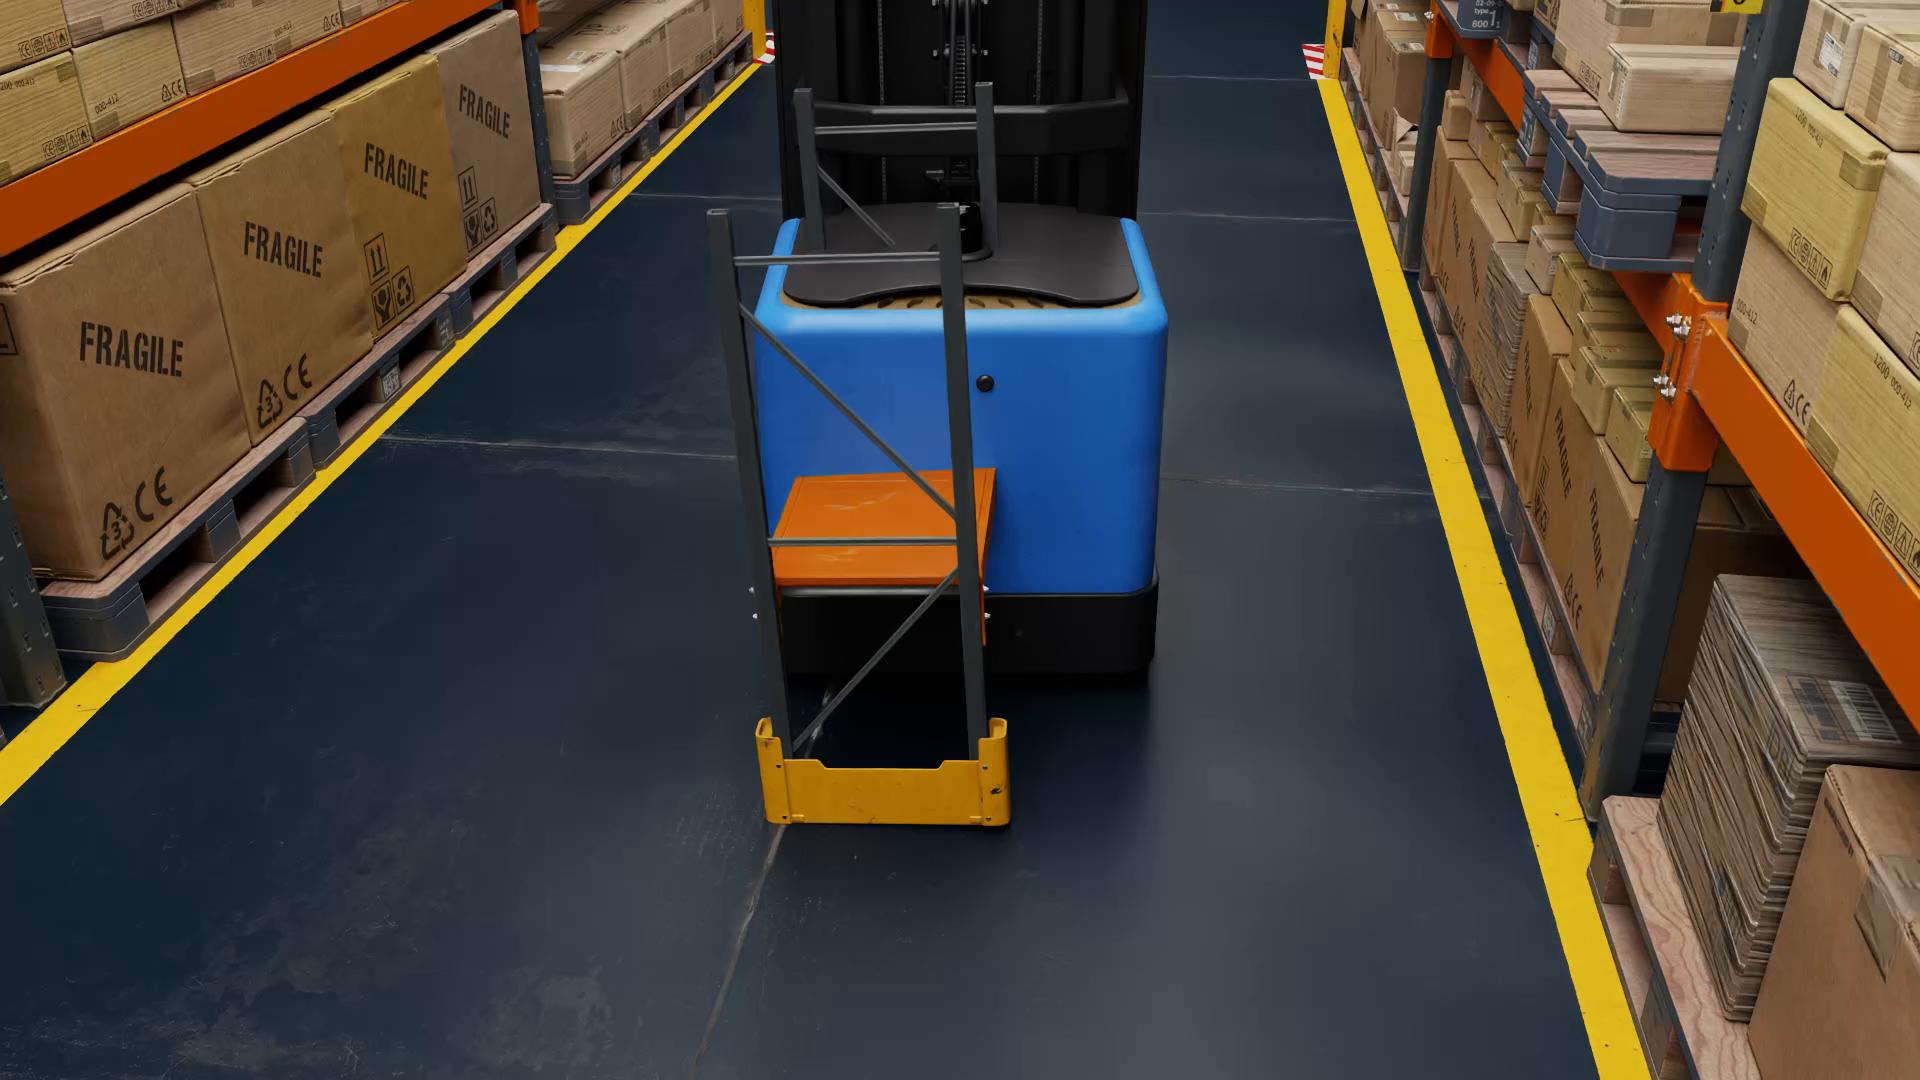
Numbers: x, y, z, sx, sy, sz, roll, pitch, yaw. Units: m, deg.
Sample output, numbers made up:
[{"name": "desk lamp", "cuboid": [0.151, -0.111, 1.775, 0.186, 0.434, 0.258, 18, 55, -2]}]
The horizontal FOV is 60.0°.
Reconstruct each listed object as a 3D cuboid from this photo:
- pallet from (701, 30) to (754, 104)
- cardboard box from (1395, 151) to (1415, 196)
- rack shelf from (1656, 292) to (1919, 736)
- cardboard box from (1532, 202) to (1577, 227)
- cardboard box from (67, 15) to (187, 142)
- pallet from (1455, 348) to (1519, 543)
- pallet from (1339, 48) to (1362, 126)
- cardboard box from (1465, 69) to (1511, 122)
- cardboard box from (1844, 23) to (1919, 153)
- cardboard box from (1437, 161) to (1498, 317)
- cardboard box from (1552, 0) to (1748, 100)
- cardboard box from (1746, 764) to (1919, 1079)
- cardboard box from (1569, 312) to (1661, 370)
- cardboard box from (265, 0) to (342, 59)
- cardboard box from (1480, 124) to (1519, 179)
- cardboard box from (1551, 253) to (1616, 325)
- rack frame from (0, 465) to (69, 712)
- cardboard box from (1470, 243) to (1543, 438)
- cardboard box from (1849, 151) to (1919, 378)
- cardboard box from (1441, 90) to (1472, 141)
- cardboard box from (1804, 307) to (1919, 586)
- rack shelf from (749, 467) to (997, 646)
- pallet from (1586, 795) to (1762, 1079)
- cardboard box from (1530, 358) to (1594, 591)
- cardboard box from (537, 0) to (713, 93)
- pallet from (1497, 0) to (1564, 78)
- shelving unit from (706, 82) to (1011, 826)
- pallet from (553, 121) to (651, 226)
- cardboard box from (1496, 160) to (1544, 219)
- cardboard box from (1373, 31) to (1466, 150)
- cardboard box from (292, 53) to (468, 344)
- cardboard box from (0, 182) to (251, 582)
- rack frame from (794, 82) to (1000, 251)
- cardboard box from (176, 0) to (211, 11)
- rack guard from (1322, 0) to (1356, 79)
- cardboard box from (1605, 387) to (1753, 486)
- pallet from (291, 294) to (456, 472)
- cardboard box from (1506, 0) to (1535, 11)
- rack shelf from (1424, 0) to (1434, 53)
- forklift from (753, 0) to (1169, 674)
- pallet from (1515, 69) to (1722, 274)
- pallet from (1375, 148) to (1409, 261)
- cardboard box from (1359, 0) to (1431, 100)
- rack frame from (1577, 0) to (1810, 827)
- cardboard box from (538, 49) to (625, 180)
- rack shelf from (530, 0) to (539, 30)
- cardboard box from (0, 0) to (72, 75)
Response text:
[{"name": "pallet", "cuboid": [-1.961, -3.080, 10.745, 1.003, 0.211, 1.213, 3, 28, 6]}, {"name": "cardboard box", "cuboid": [2.273, -1.728, 7.858, 0.380, 0.149, 0.250, 3, 28, 5]}, {"name": "rack shelf", "cuboid": [1.761, 0.622, 1.692, 1.077, 0.370, 4.000, 3, 28, 6]}, {"name": "cardboard box", "cuboid": [2.086, -0.989, 5.432, 0.380, 0.149, 0.250, 3, 29, 6]}, {"name": "cardboard box", "cuboid": [-2.566, -1.315, 4.687, 0.500, 0.250, 0.500, 3, 28, 5]}, {"name": "pallet", "cuboid": [2.287, -0.331, 5.641, 1.003, 0.211, 1.213, 3, 28, 6]}, {"name": "pallet", "cuboid": [2.880, -2.763, 10.157, 1.003, 0.211, 1.213, 3, 28, 6]}, {"name": "cardboard box", "cuboid": [2.203, -1.742, 6.515, 0.380, 0.149, 0.250, 2, 28, 4]}, {"name": "cardboard box", "cuboid": [1.643, -0.707, 2.611, 0.380, 0.149, 0.250, 4, 29, 7]}, {"name": "cardboard box", "cuboid": [2.158, -1.138, 6.392, 0.500, 0.500, 0.500, 3, 28, 6]}, {"name": "cardboard box", "cuboid": [1.814, -1.271, 4.161, 0.500, 0.250, 0.500, 2, 28, 4]}, {"name": "cardboard box", "cuboid": [1.843, 0.825, 2.617, 0.875, 0.625, 0.625, 4, 29, 8]}, {"name": "cardboard box", "cuboid": [1.894, -0.505, 4.534, 0.380, 0.149, 0.250, 2, 28, 5]}, {"name": "cardboard box", "cuboid": [-2.439, -1.795, 5.577, 0.500, 0.250, 0.500, 3, 28, 6]}, {"name": "cardboard box", "cuboid": [2.210, -1.479, 6.342, 0.380, 0.149, 0.250, 2, 28, 4]}, {"name": "cardboard box", "cuboid": [2.001, -0.744, 4.978, 0.380, 0.149, 0.250, 3, 28, 5]}, {"name": "rack frame", "cuboid": [-2.921, -0.923, 3.801, 1.000, 3.000, 0.127, 3, 28, 6]}, {"name": "cardboard box", "cuboid": [2.022, -0.659, 5.504, 0.500, 0.500, 0.500, 2, 28, 4]}, {"name": "cardboard box", "cuboid": [1.646, -0.360, 2.387, 0.500, 0.250, 0.500, 4, 29, 8]}, {"name": "cardboard box", "cuboid": [2.188, -1.736, 6.818, 0.380, 0.149, 0.250, 5, 29, 9]}, {"name": "cardboard box", "cuboid": [1.642, -0.139, 2.504, 0.500, 0.250, 0.500, 3, 28, 5]}, {"name": "rack shelf", "cuboid": [-0.161, -0.076, 4.159, 0.538, 0.185, 1.000, 0, 28, 6]}, {"name": "pallet", "cuboid": [1.866, 0.977, 3.215, 1.003, 0.211, 1.213, 3, 28, 6]}, {"name": "cardboard box", "cuboid": [1.916, -0.167, 4.591, 0.500, 0.500, 0.500, 3, 28, 5]}, {"name": "cardboard box", "cuboid": [-2.026, -2.998, 9.911, 0.875, 0.438, 0.875, 4, 29, 8]}, {"name": "pallet", "cuboid": [2.239, -1.468, 5.014, 1.003, 0.211, 1.213, 3, 28, 6]}, {"name": "shelving unit", "cuboid": [-0.170, -0.238, 4.082, 0.587, 1.500, 1.083, 0, 28, 6]}, {"name": "pallet", "cuboid": [-2.260, -1.932, 8.613, 1.003, 0.211, 1.213, 3, 28, 6]}, {"name": "cardboard box", "cuboid": [2.123, -1.234, 5.887, 0.380, 0.149, 0.250, 3, 28, 6]}, {"name": "cardboard box", "cuboid": [2.546, -2.315, 8.578, 0.700, 0.500, 0.500, 2, 28, 4]}, {"name": "cardboard box", "cuboid": [-2.530, -1.333, 6.360, 0.875, 0.875, 0.875, 4, 29, 8]}, {"name": "cardboard box", "cuboid": [-2.754, -0.493, 4.800, 0.875, 0.875, 0.875, 3, 28, 6]}, {"name": "rack frame", "cuboid": [-0.129, -0.475, 4.519, 0.500, 1.500, 0.032, 0, 28, 6]}, {"name": "cardboard box", "cuboid": [-2.476, -1.778, 5.019, 0.500, 0.250, 0.500, 3, 28, 6]}, {"name": "rack guard", "cuboid": [2.977, -3.266, 10.785, 1.175, 0.500, 0.348, 3, 28, 6]}, {"name": "cardboard box", "cuboid": [1.815, -0.254, 4.067, 0.380, 0.149, 0.250, 2, 28, 4]}, {"name": "pallet", "cuboid": [-2.598, -0.635, 6.206, 1.003, 0.211, 1.213, 3, 28, 6]}, {"name": "cardboard box", "cuboid": [2.055, -1.920, 5.103, 0.700, 0.500, 0.500, 3, 28, 6]}, {"name": "rack shelf", "cuboid": [2.741, -3.144, 8.682, 1.077, 0.370, 4.000, 3, 28, 6]}, {"name": "forklift", "cuboid": [-0.002, -1.588, 5.108, 1.130, 2.935, 3.031, 0, 28, 0]}, {"name": "pallet", "cuboid": [2.019, -0.875, 3.914, 1.213, 0.211, 1.003, 3, 28, 6]}, {"name": "pallet", "cuboid": [2.581, -1.615, 8.025, 1.003, 0.211, 1.213, 3, 28, 6]}, {"name": "cardboard box", "cuboid": [2.674, -2.804, 9.485, 0.700, 0.500, 0.500, 4, 29, 8]}, {"name": "rack frame", "cuboid": [2.006, -0.636, 3.269, 1.000, 3.000, 0.127, 3, 28, 6]}, {"name": "cardboard box", "cuboid": [-2.248, -2.152, 8.341, 0.875, 0.438, 0.875, 3, 28, 5]}, {"name": "rack shelf", "cuboid": [-2.186, -3.431, 9.214, 1.077, 0.370, 4.000, 3, 28, 6]}, {"name": "cardboard box", "cuboid": [-2.614, -1.301, 4.134, 0.500, 0.250, 0.500, 3, 28, 6]}]
